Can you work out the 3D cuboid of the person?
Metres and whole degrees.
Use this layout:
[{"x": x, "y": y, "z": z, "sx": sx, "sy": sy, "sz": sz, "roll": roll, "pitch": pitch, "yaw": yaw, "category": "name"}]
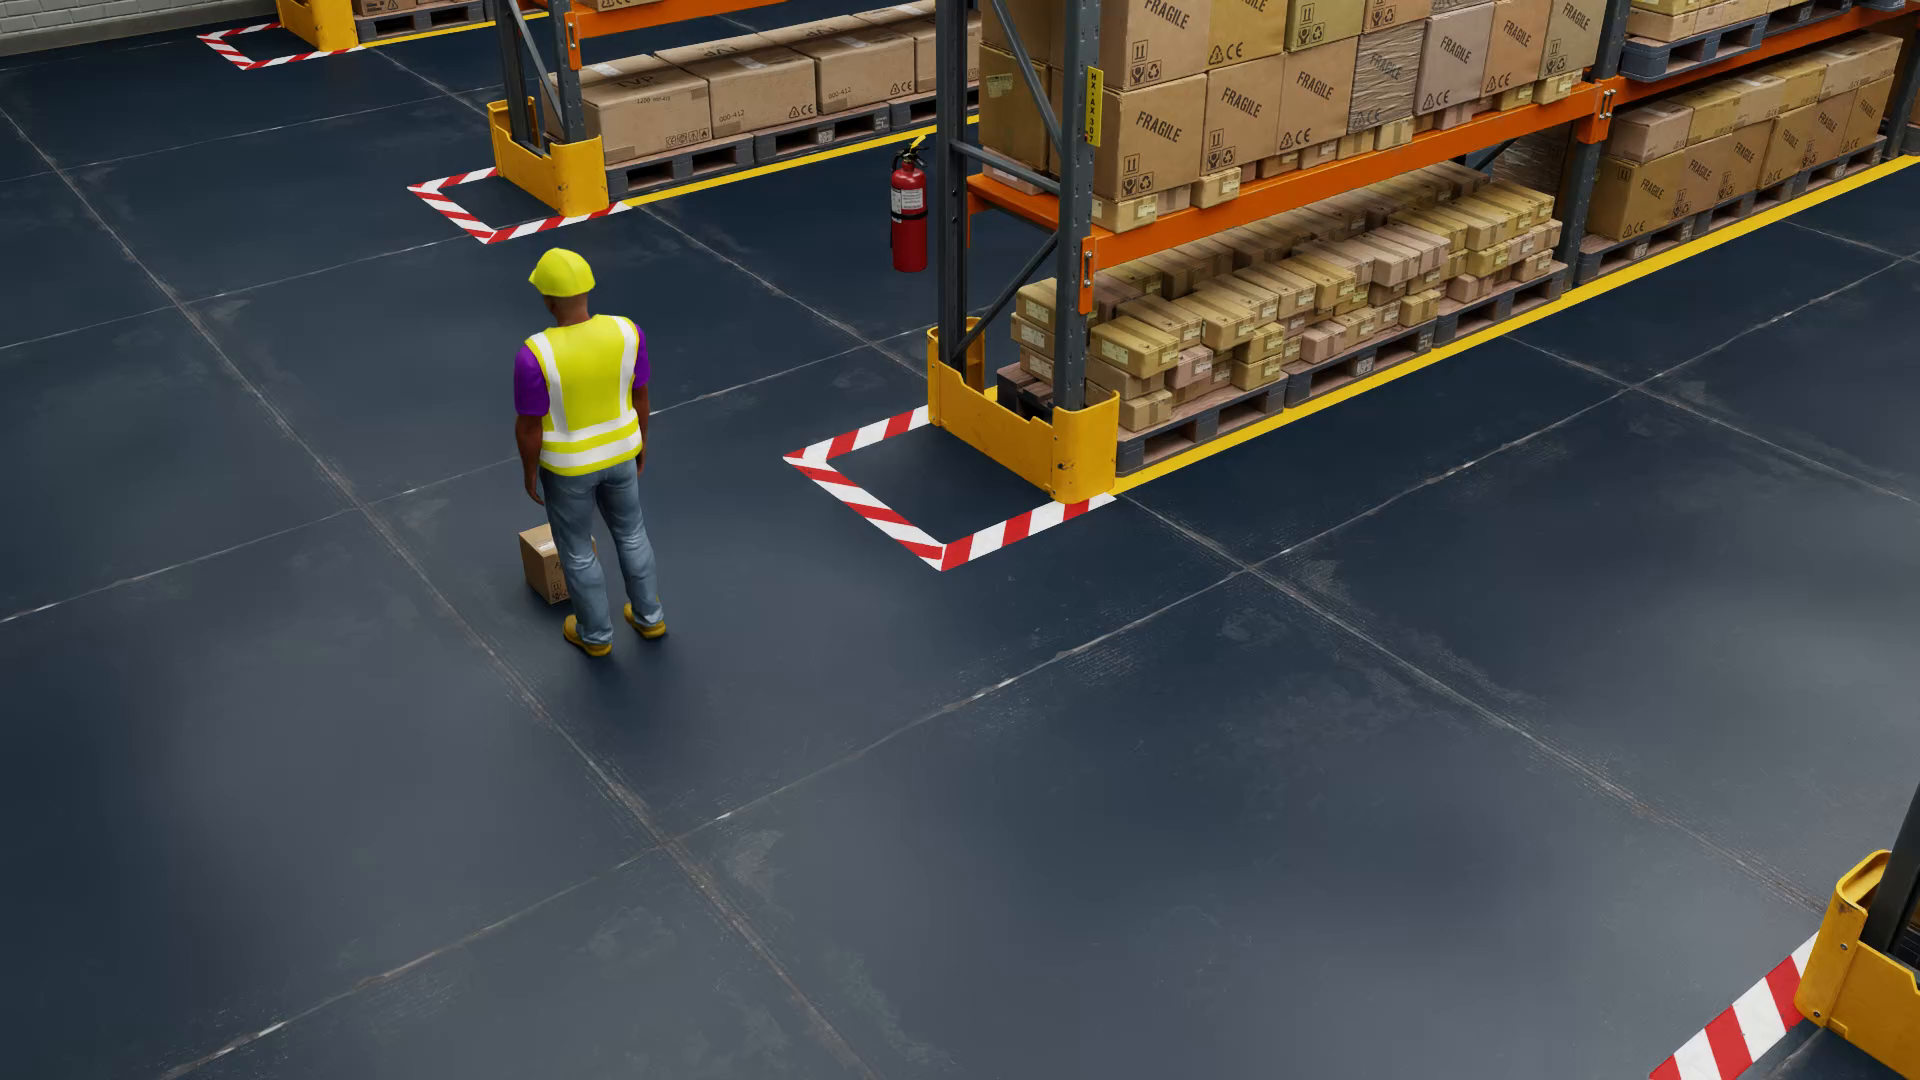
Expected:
[{"x": -1.492, "y": -0.327, "z": 6.666, "sx": 0.562, "sy": 1.783, "sz": 0.361, "roll": -21, "pitch": 38, "yaw": -30, "category": "person"}]
